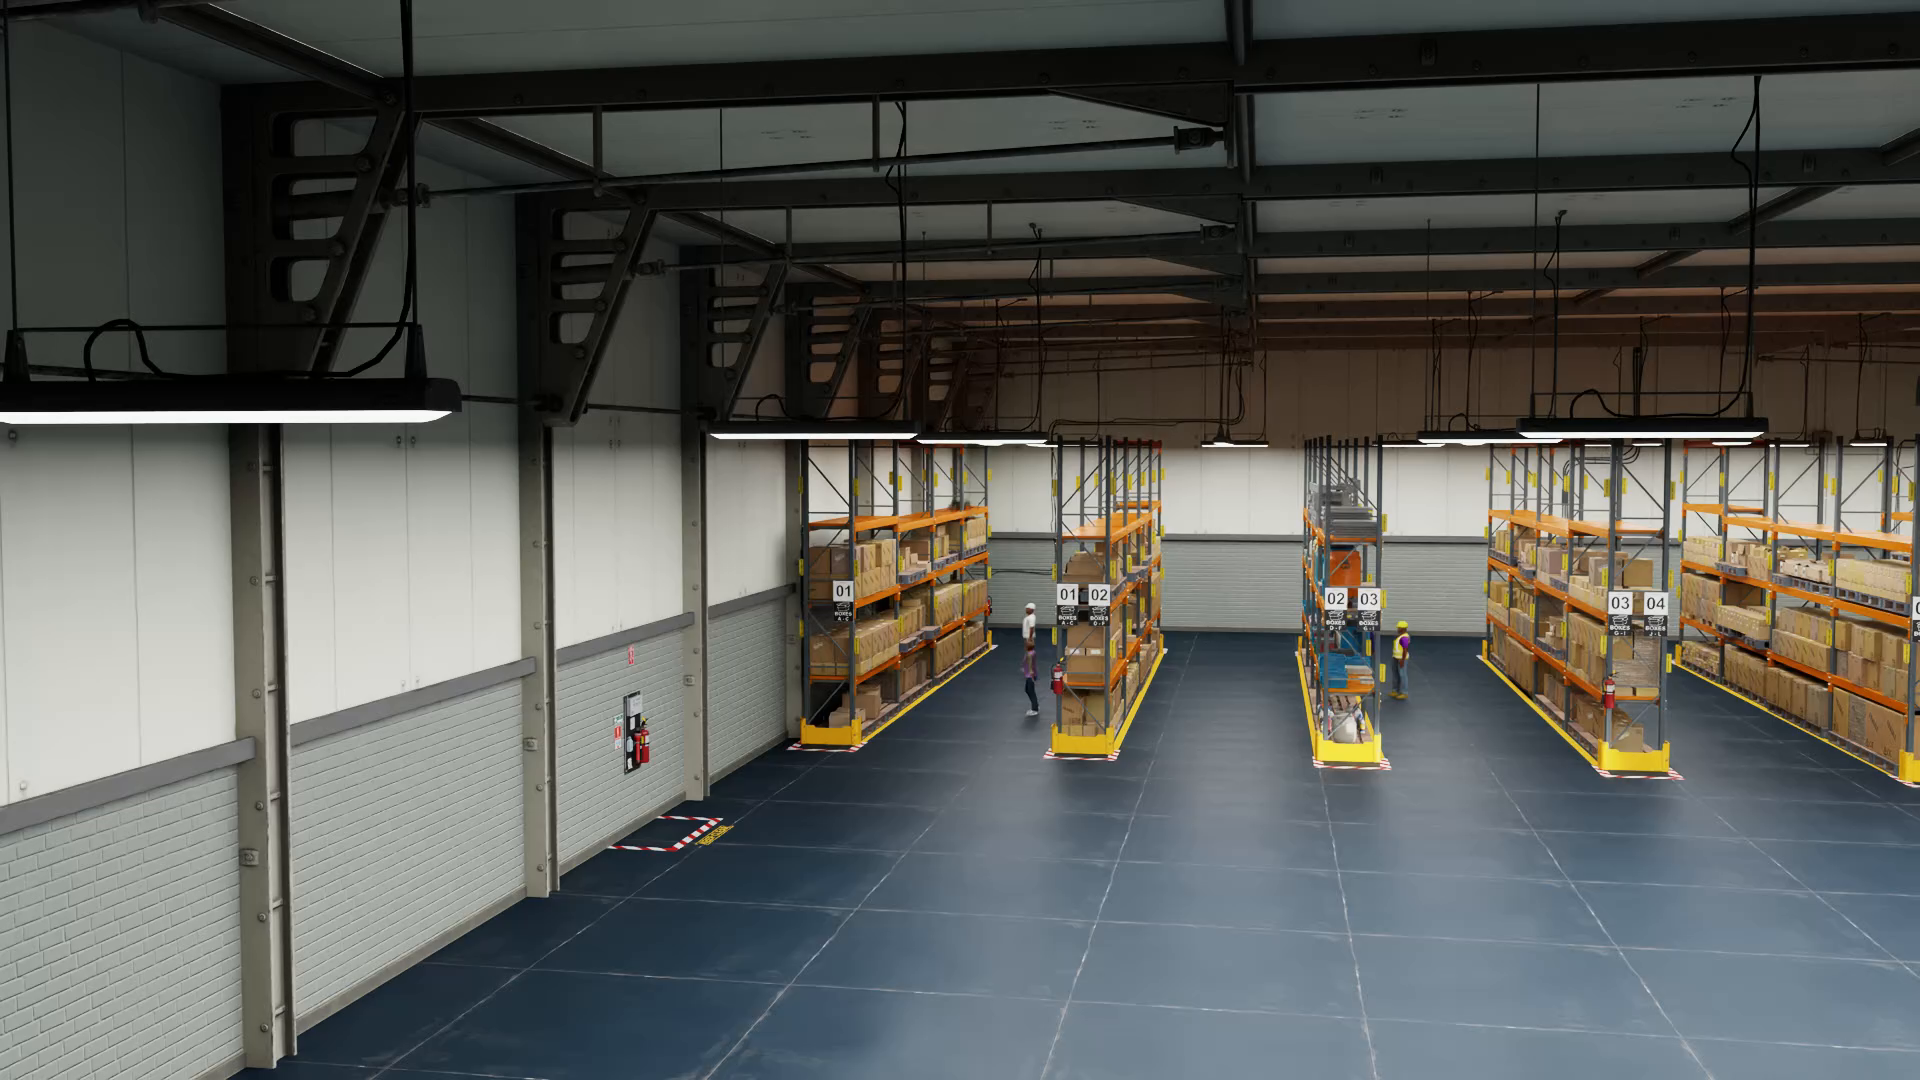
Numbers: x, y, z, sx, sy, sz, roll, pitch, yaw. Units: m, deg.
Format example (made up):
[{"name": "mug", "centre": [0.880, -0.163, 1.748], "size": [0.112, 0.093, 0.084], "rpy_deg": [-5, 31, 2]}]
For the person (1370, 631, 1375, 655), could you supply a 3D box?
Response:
[{"name": "person", "centre": [11.480, 2.385, 46.801], "size": [0.350, 1.683, 0.518], "rpy_deg": [-3, 4, -44]}]

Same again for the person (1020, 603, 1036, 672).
[{"name": "person", "centre": [1.764, 2.511, 42.906], "size": [0.394, 1.770, 0.614], "rpy_deg": [0, 3, -9]}]

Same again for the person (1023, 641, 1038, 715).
[{"name": "person", "centre": [1.538, 2.970, 35.931], "size": [0.339, 1.606, 0.500], "rpy_deg": [1, 3, 12]}]

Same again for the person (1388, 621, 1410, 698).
[{"name": "person", "centre": [10.181, 2.755, 38.485], "size": [0.474, 1.763, 0.627], "rpy_deg": [-1, 3, -13]}]
